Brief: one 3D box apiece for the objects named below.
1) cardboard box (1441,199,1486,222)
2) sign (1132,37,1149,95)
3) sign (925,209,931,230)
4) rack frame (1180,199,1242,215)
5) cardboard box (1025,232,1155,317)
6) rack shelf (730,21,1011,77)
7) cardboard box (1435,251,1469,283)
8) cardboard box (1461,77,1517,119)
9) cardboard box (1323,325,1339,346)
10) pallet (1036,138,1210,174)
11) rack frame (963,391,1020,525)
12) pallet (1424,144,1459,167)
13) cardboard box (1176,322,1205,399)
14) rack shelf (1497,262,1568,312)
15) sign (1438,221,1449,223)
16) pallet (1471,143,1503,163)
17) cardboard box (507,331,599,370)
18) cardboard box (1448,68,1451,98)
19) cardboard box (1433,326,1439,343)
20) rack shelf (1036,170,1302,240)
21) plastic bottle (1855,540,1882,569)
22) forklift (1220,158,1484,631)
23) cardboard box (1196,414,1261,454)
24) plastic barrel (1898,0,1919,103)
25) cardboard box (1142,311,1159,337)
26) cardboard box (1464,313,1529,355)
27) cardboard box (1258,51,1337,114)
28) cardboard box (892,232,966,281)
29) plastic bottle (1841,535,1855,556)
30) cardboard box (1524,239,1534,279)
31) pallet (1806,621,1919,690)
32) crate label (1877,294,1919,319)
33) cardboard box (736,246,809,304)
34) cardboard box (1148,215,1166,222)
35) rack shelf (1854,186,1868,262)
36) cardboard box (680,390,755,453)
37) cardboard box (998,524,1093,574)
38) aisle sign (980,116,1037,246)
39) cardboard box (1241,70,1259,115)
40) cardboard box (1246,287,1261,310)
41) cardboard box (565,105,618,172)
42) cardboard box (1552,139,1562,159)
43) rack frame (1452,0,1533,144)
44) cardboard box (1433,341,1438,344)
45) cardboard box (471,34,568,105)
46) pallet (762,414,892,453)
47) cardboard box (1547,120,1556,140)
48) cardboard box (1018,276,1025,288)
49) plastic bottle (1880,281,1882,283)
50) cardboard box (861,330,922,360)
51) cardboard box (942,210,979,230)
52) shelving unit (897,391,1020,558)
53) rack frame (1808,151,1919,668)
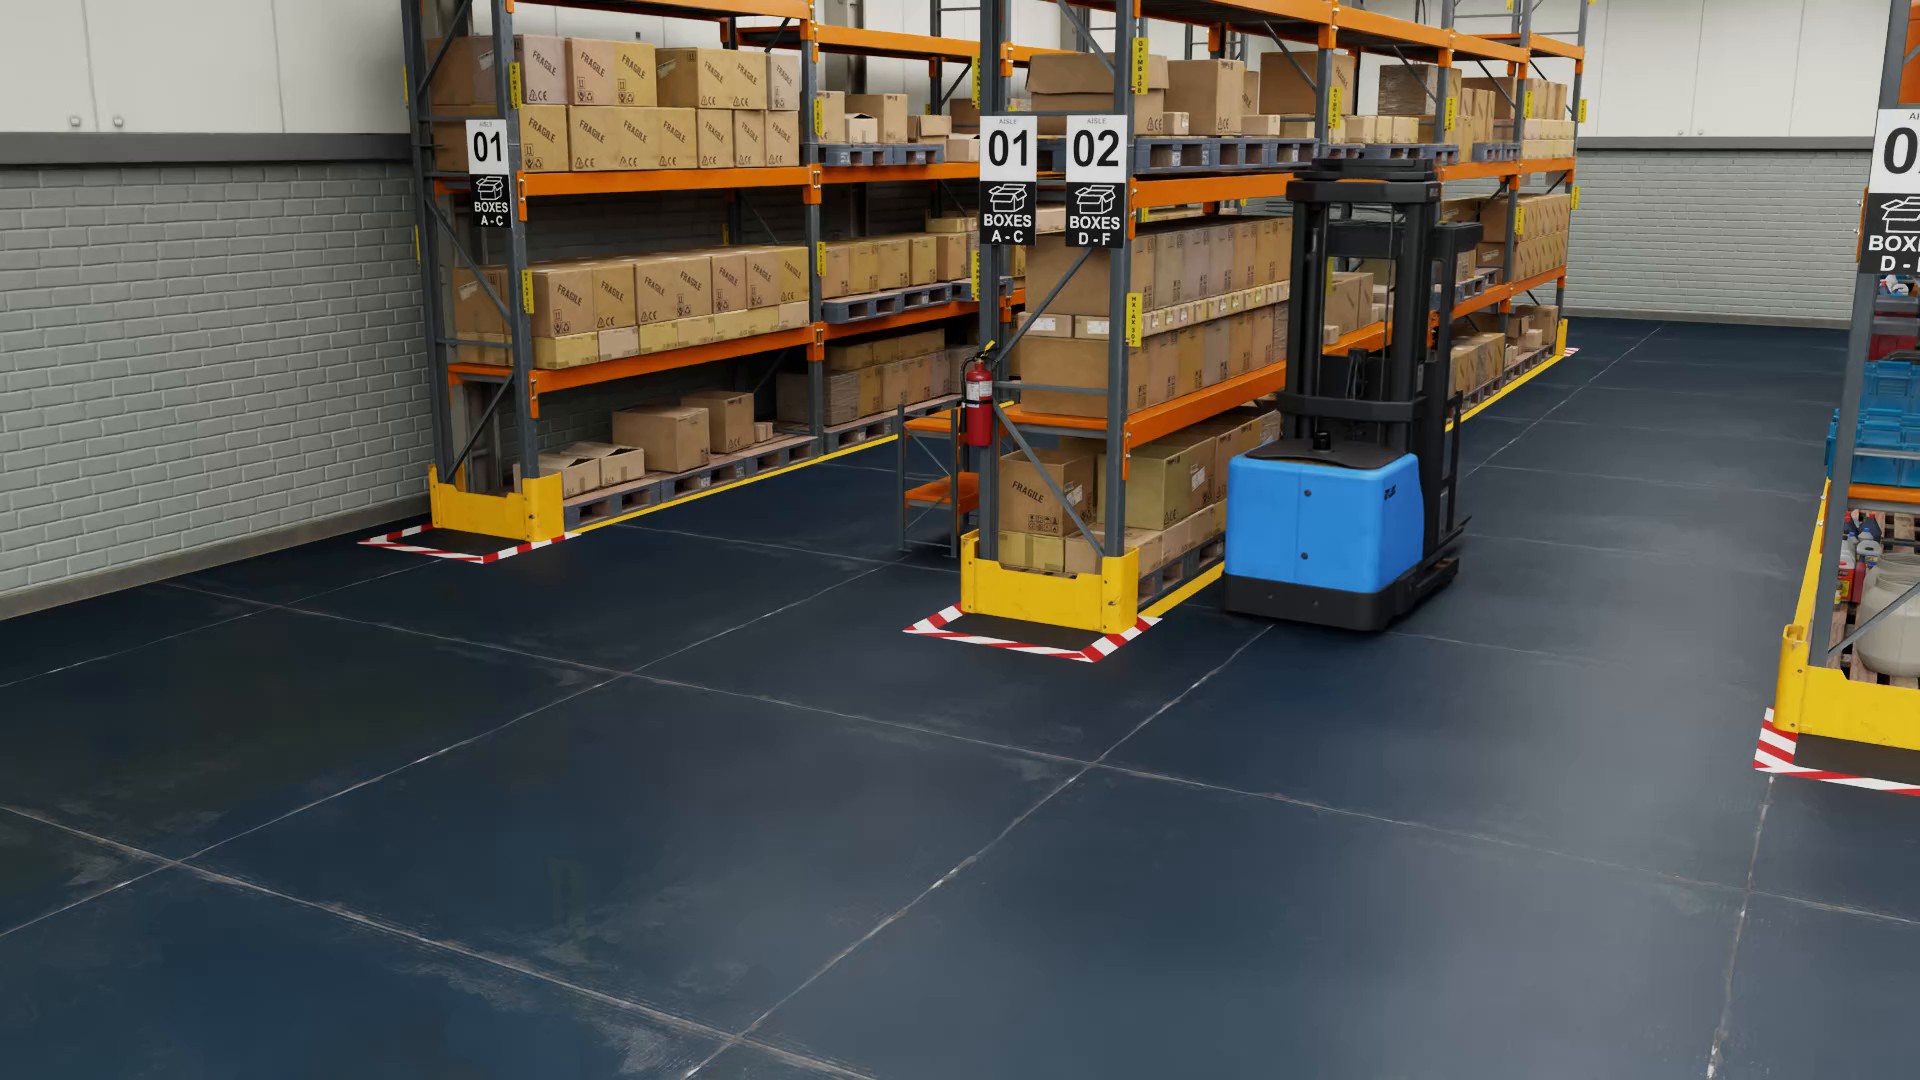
[{"bbox_3d":[6.407,-4.091,21.255,0.500,0.500,0.500,7,15,28],"label":"cardboard box"},{"bbox_3d":[1.071,-2.819,9.891,0.100,0.325,0.005,7,15,28],"label":"sign"},{"bbox_3d":[-0.370,-3.788,19.875,0.100,0.325,0.005,7,15,28],"label":"sign"},{"bbox_3d":[3.985,-4.804,26.561,1.000,3.000,0.127,7,15,28],"label":"rack frame"},{"bbox_3d":[0.851,-1.746,10.892,0.700,0.500,0.500,7,15,28],"label":"cardboard box"},{"bbox_3d":[-0.849,-5.125,17.479,1.077,0.370,4.000,7,15,28],"label":"rack shelf"},{"bbox_3d":[5.271,-3.163,18.644,0.700,0.500,0.500,11,17,38],"label":"cardboard box"},{"bbox_3d":[6.591,-5.520,20.783,0.700,0.500,0.500,7,15,28],"label":"cardboard box"},{"bbox_3d":[3.129,-1.818,14.711,0.380,0.149,0.250,7,15,28],"label":"cardboard box"},{"bbox_3d":[0.953,-2.518,10.868,1.003,0.211,1.213,7,15,28],"label":"pallet"},{"bbox_3d":[0.249,-0.653,13.340,0.500,1.125,0.032,7,15,28],"label":"rack frame"},{"bbox_3d":[4.206,-3.819,16.479,1.213,0.211,1.003,8,16,31],"label":"pallet"},{"bbox_3d":[1.320,-1.314,11.868,0.700,0.500,0.500,7,15,28],"label":"cardboard box"},{"bbox_3d":[7.356,-3.484,22.618,1.077,0.370,4.000,7,15,28],"label":"rack shelf"},{"bbox_3d":[4.943,-3.103,17.034,0.100,0.325,0.005,7,15,28],"label":"sign"},{"bbox_3d":[5.514,-4.451,19.096,1.213,0.211,1.003,7,15,28],"label":"pallet"},{"bbox_3d":[-3.236,-1.523,13.226,0.500,0.250,0.500,7,15,26],"label":"cardboard box"},{"bbox_3d":[4.919,-4.789,17.750,0.500,0.500,0.500,7,15,28],"label":"cardboard box"},{"bbox_3d":[5.459,-2.509,19.837,0.500,0.250,0.500,7,15,28],"label":"cardboard box"},{"bbox_3d":[1.555,-2.480,12.055,1.077,0.370,4.000,7,15,28],"label":"rack shelf"},{"bbox_3d":[5.948,0.147,10.898,0.152,0.276,0.135,7,15,28],"label":"plastic bottle"},{"bbox_3d":[2.902,-1.146,11.533,1.130,2.935,3.031,8,16,30],"label":"forklift"},{"bbox_3d":[1.999,-0.690,12.864,0.500,0.500,0.500,7,15,28],"label":"cardboard box"},{"bbox_3d":[5.046,-2.384,8.311,0.600,0.830,0.708,7,15,28],"label":"plastic barrel"},{"bbox_3d":[1.092,-1.436,10.991,0.380,0.149,0.250,7,15,27],"label":"cardboard box"},{"bbox_3d":[7.293,-2.809,22.674,0.797,0.503,0.637,7,15,28],"label":"cardboard box"},{"bbox_3d":[2.855,-3.858,14.059,0.500,0.500,0.500,8,15,29],"label":"cardboard box"},{"bbox_3d":[-0.347,-3.210,18.796,0.700,0.500,0.500,6,15,23],"label":"cardboard box"},{"bbox_3d":[5.716,0.137,10.779,0.144,0.351,0.185,8,16,30],"label":"plastic bottle"},{"bbox_3d":[7.119,-3.651,21.563,0.500,0.500,0.500,8,16,29],"label":"cardboard box"},{"bbox_3d":[5.316,0.770,9.391,1.003,0.211,1.213,7,15,28],"label":"pallet"},{"bbox_3d":[8.073,-1.884,14.374,0.502,0.435,0.616,7,15,28],"label":"crate label"},{"bbox_3d":[-1.774,-2.512,15.728,0.500,0.500,0.500,7,15,28],"label":"cardboard box"},{"bbox_3d":[2.328,-4.239,23.576,0.980,0.700,0.700,8,16,29],"label":"cardboard box"},{"bbox_3d":[5.889,-1.918,9.724,1.077,0.370,4.000,7,15,28],"label":"rack shelf"},{"bbox_3d":[-2.283,-1.123,15.688,0.500,0.500,0.500,6,15,24],"label":"cardboard box"},{"bbox_3d":[0.589,0.028,11.488,0.500,0.250,0.500,7,15,28],"label":"cardboard box"},{"bbox_3d":[0.299,-2.245,10.397,0.394,0.787,0.004,7,15,28],"label":"aisle sign"},{"bbox_3d":[2.048,-3.487,13.290,0.500,0.500,0.500,9,16,33],"label":"cardboard box"},{"bbox_3d":[2.085,-1.857,12.739,0.380,0.149,0.250,7,15,28],"label":"cardboard box"},{"bbox_3d":[-3.079,-3.185,13.186,0.500,0.500,0.500,9,16,32],"label":"cardboard box"},{"bbox_3d":[7.824,-5.288,22.489,0.500,0.250,0.500,7,15,28],"label":"cardboard box"},{"bbox_3d":[6.389,-6.339,20.129,1.000,3.000,0.127,7,15,28],"label":"rack frame"},{"bbox_3d":[5.446,-2.138,19.895,0.500,0.500,0.500,8,15,29],"label":"cardboard box"},{"bbox_3d":[-3.351,-3.576,12.676,0.500,0.500,0.500,6,15,24],"label":"cardboard box"},{"bbox_3d":[-1.441,-1.147,17.339,1.003,0.211,1.213,7,15,28],"label":"pallet"},{"bbox_3d":[7.575,-5.430,22.008,0.500,0.250,0.500,7,15,28],"label":"cardboard box"},{"bbox_3d":[0.609,-3.142,20.161,0.380,0.149,0.250,8,16,29],"label":"cardboard box"},{"bbox_3d":[9.909,-2.651,17.904,0.097,0.271,0.097,0,14,0],"label":"plastic bottle"},{"bbox_3d":[-0.760,-2.157,18.373,0.500,0.250,0.500,7,15,28],"label":"cardboard box"},{"bbox_3d":[0.110,-3.853,20.124,0.500,0.250,0.500,8,16,30],"label":"cardboard box"},{"bbox_3d":[0.003,-0.548,12.907,0.538,1.125,1.048,7,15,28],"label":"shelving unit"},{"bbox_3d":[4.923,-0.399,8.289,1.000,3.000,0.127,7,15,28],"label":"rack frame"}]
